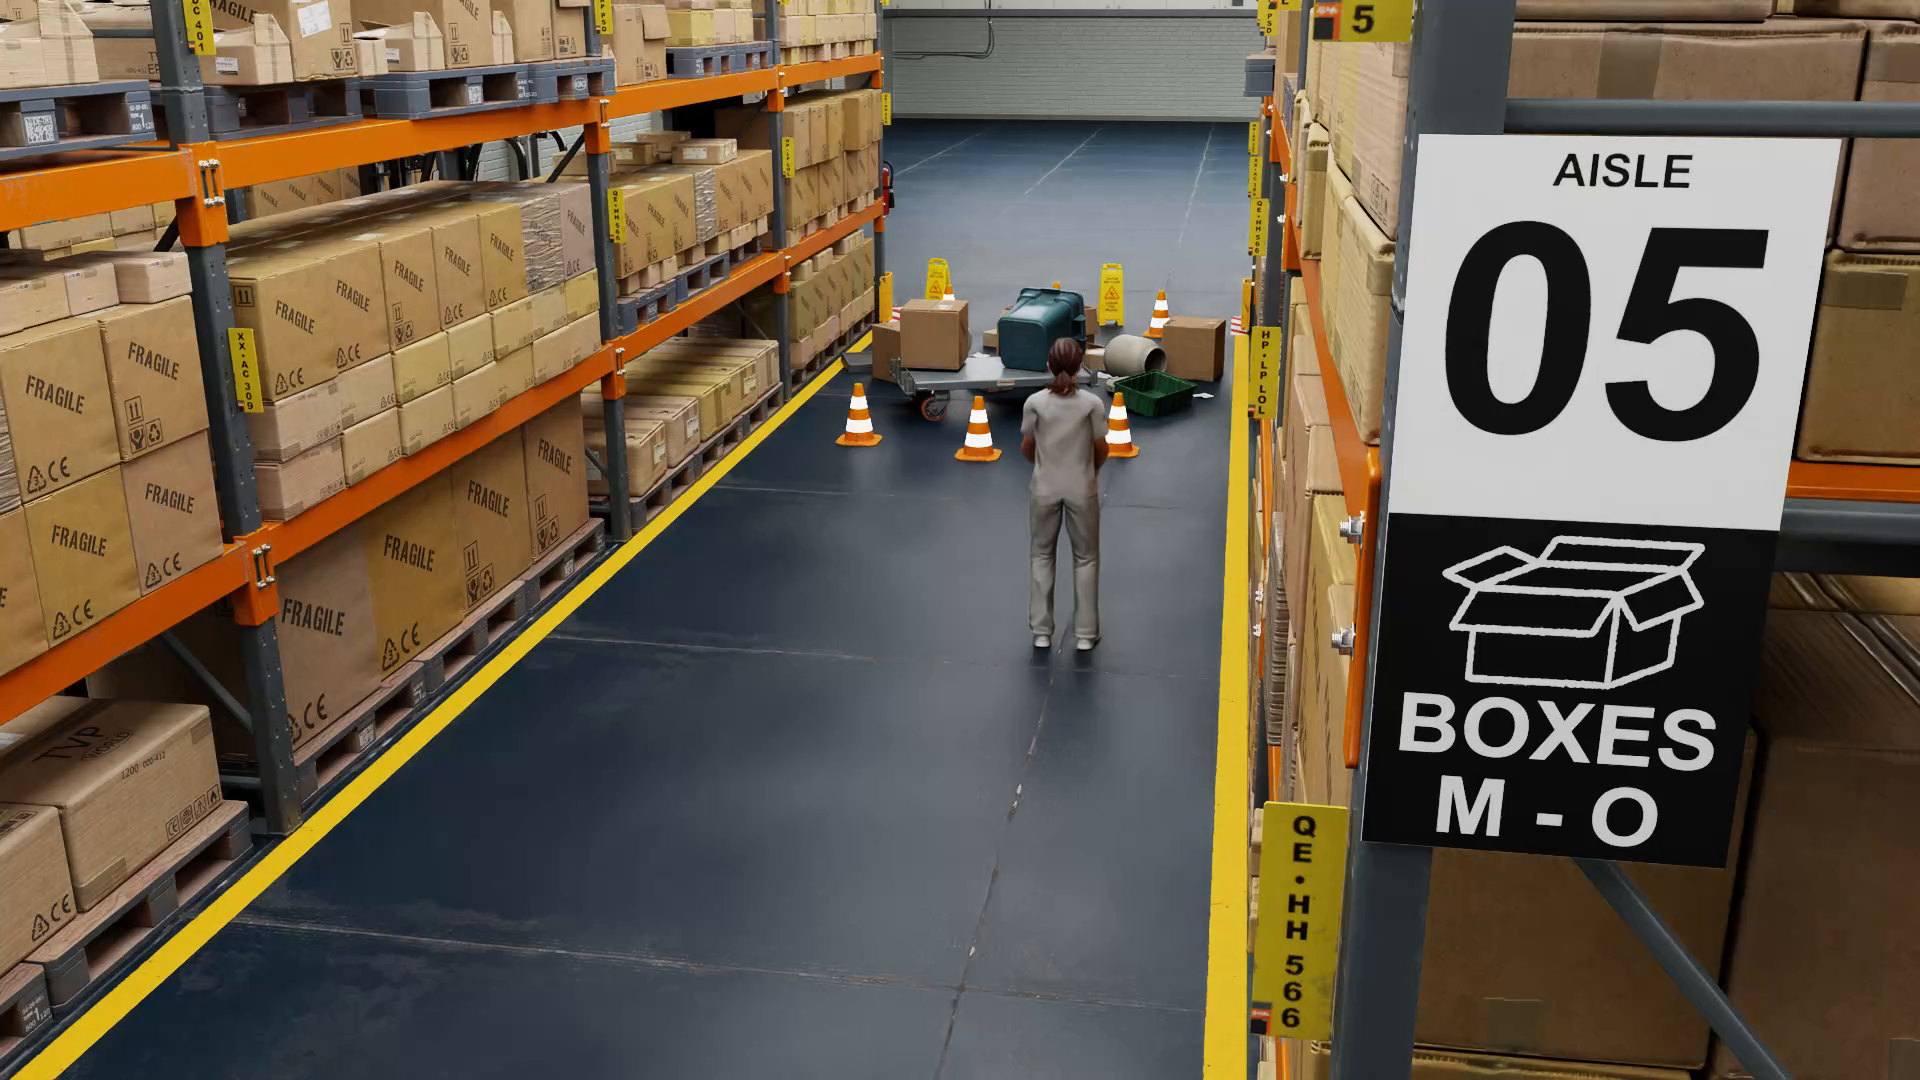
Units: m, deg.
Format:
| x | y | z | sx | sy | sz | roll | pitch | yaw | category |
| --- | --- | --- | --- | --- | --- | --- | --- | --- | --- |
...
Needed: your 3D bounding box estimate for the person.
| x | y | z | sx | sy | sz | roll | pitch | yaw | category |
| --- | --- | --- | --- | --- | --- | --- | --- | --- | --- |
| 0.556 | -0.253 | 8.835 | 0.464 | 1.675 | 0.475 | 3 | 18 | 8 | person |
